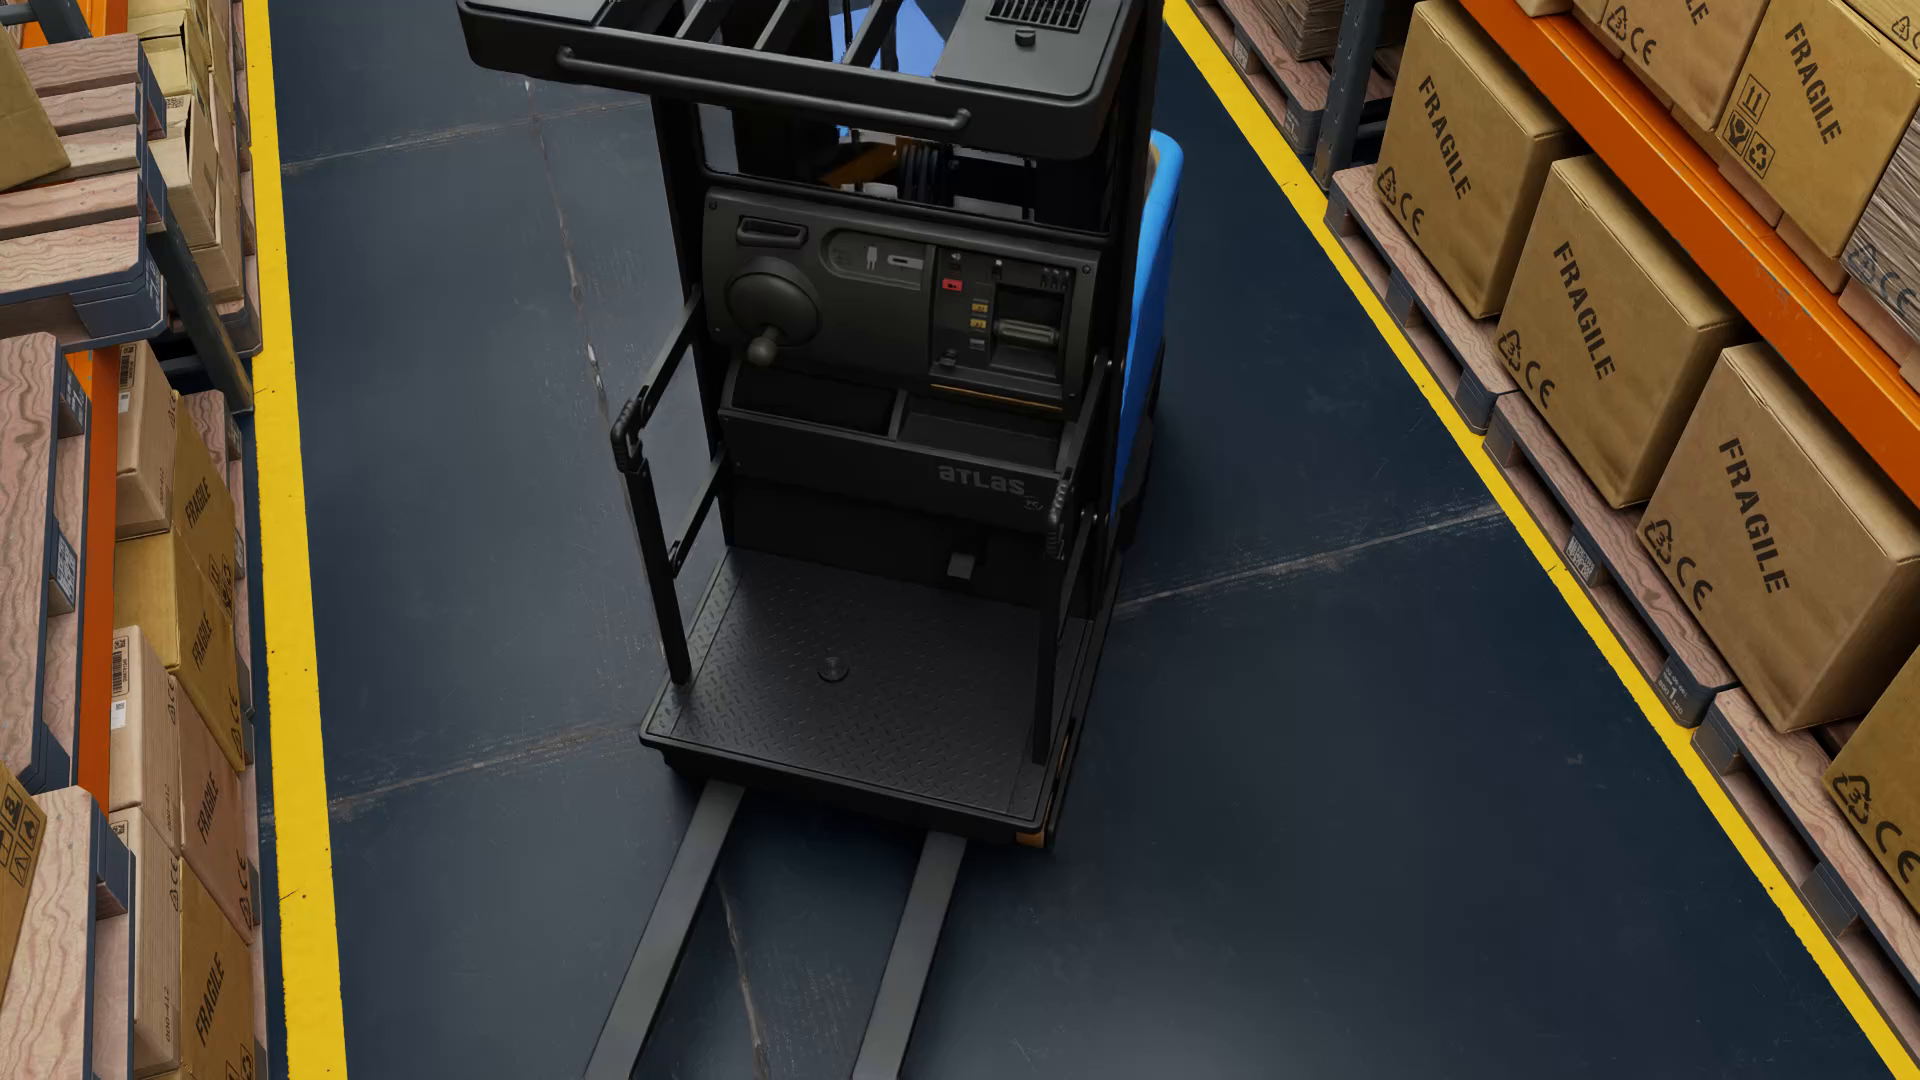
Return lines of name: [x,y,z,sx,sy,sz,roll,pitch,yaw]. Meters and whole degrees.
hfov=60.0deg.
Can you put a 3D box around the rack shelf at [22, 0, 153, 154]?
rack shelf: [-3.468,-2.556,5.914,1.077,0.370,4.000,-13,51,-11]

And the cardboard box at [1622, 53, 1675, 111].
cardboard box: [2.072,-1.340,4.569,0.380,0.149,0.250,-12,51,-10]

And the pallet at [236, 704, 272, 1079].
pallet: [-2.335,1.015,4.257,1.003,0.211,1.213,-13,51,-11]

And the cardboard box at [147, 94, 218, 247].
cardboard box: [-2.751,-1.206,5.462,0.500,0.311,0.500,-12,51,-10]

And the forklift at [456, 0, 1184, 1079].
forklift: [-0.203,-0.446,3.709,1.130,2.935,3.031,11,51,9]

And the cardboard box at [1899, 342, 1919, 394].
cardboard box: [2.393,-0.389,3.767,0.380,0.149,0.250,-13,51,-11]

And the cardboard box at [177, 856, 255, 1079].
cardboard box: [-1.913,1.096,3.712,0.500,0.500,0.500,-13,51,-11]

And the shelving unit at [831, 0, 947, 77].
shelving unit: [-0.212,-1.643,5.654,0.538,1.500,1.048,-19,52,-15]

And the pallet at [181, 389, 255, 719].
pallet: [-2.692,0.125,5.007,1.003,0.211,1.213,-13,51,-11]

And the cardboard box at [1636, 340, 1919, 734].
cardboard box: [2.455,-0.065,4.474,0.750,0.750,0.750,-12,51,-10]

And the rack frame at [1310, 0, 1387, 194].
rack frame: [1.854,-2.450,5.354,1.000,3.000,0.127,-13,51,-11]

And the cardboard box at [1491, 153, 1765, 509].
cardboard box: [2.199,-0.685,4.997,0.750,0.750,0.750,-14,51,-11]

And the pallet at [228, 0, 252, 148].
pallet: [-3.440,-1.928,6.738,1.003,0.211,1.213,-13,51,-11]

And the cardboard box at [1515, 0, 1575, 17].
cardboard box: [1.794,-1.684,4.859,0.380,0.149,0.250,-12,51,-10]

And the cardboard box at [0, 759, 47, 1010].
cardboard box: [-1.884,0.542,2.491,0.700,0.500,0.500,-6,50,-5]

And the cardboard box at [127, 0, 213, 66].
cardboard box: [-3.063,-1.961,6.098,0.500,0.311,0.500,-15,51,-12]

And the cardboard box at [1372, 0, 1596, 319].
cardboard box: [1.947,-1.326,5.537,0.750,0.750,0.750,-14,51,-11]

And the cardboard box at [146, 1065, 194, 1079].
cardboard box: [-1.772,1.462,3.403,0.500,0.500,0.500,-13,51,-10]

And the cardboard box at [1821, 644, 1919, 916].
cardboard box: [2.721,0.583,3.928,0.750,0.750,0.750,-13,51,-11]

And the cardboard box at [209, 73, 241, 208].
cardboard box: [-2.900,-1.393,5.986,0.500,0.250,0.500,-15,51,-12]

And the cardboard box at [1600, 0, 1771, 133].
cardboard box: [2.045,-1.425,4.216,0.500,0.500,0.500,-14,51,-11]

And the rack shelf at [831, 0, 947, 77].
rack shelf: [-0.212,-1.527,5.791,0.538,0.185,1.000,-19,52,-15]

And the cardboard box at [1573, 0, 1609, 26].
cardboard box: [1.900,-1.788,4.522,0.500,0.500,0.500,-12,51,-10]

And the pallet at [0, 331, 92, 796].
pallet: [-2.297,0.154,3.284,1.003,0.211,1.213,-13,51,-11]

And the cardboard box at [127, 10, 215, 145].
cardboard box: [-2.914,-1.588,5.784,0.500,0.311,0.500,-14,51,-12]

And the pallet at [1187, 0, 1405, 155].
pallet: [1.625,-2.123,6.901,1.003,0.211,1.213,-13,51,-11]

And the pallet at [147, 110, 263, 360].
pallet: [-3.083,-1.039,5.988,1.003,0.211,1.213,-13,51,-11]

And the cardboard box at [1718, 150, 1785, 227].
cardboard box: [2.194,-0.965,4.253,0.380,0.149,0.250,-13,51,-11]

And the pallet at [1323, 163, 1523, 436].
pallet: [2.016,-0.959,5.920,1.003,0.211,1.213,-13,51,-11]

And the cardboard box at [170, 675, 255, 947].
cardboard box: [-2.062,0.726,4.023,0.500,0.500,0.500,-15,52,-12]

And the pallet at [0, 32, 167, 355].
pallet: [-2.609,-0.787,4.077,1.213,0.211,1.003,-13,51,-11]

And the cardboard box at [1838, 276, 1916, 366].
cardboard box: [2.333,-0.575,3.924,0.380,0.149,0.250,-15,51,-12]

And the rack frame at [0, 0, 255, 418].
rack frame: [-2.877,-1.328,4.407,1.000,3.000,0.127,-13,51,-11]

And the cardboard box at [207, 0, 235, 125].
cardboard box: [-3.060,-1.771,6.305,0.500,0.250,0.500,-15,51,-12]

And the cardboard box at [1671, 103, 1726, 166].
cardboard box: [2.138,-1.150,4.408,0.380,0.149,0.250,-13,51,-10]

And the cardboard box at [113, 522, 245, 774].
cardboard box: [-2.223,0.344,4.345,0.500,0.500,0.500,-15,51,-12]

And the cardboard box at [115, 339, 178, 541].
cardboard box: [-2.355,-0.235,4.343,0.500,0.250,0.500,-12,51,-10]

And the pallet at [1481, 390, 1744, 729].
pallet: [2.373,-0.069,5.170,1.003,0.211,1.213,-13,51,-11]

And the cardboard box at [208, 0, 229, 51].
cardboard box: [-3.211,-2.145,6.621,0.500,0.250,0.500,-12,51,-10]

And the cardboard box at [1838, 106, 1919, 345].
cardboard box: [2.359,-0.683,3.591,0.500,0.500,0.500,-13,51,-11]

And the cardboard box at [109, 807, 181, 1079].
cardboard box: [-1.900,0.877,3.405,0.500,0.250,0.500,-13,51,-11]

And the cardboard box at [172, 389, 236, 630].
cardboard box: [-2.376,-0.034,4.664,0.500,0.500,0.500,-12,51,-10]

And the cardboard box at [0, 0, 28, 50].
cardboard box: [-2.942,-1.574,4.674,0.500,0.311,0.500,-10,51,-9]

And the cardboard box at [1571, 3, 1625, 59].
cardboard box: [1.987,-1.528,4.728,0.380,0.149,0.250,-14,51,-11]

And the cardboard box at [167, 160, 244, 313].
cardboard box: [-2.751,-1.026,5.676,0.500,0.250,0.500,-13,51,-11]

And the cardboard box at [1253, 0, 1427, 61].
cardboard box: [1.592,-2.301,6.575,0.700,0.500,0.500,-13,51,-10]

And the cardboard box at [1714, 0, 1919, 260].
cardboard box: [2.207,-1.046,3.897,0.500,0.500,0.500,-12,51,-10]

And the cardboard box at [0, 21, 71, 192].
cardboard box: [-2.583,-1.061,3.842,0.700,0.500,0.500,-30,56,-23]

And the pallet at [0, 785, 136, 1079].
pallet: [-1.826,1.047,2.531,1.003,0.211,1.213,-13,51,-11]

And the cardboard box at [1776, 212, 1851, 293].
cardboard box: [2.265,-0.772,4.090,0.380,0.149,0.250,-12,51,-10]

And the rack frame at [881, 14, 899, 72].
rack frame: [-0.004,-1.288,5.355,0.500,1.500,0.032,-19,52,-15]

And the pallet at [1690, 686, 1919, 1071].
pallet: [2.737,0.823,4.418,1.003,0.211,1.213,-13,51,-11]

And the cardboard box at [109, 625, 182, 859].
cardboard box: [-2.049,0.511,3.714,0.500,0.250,0.500,-14,51,-12]

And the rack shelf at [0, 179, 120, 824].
rack shelf: [-2.285,0.365,3.451,1.077,0.370,4.000,-13,51,-11]
